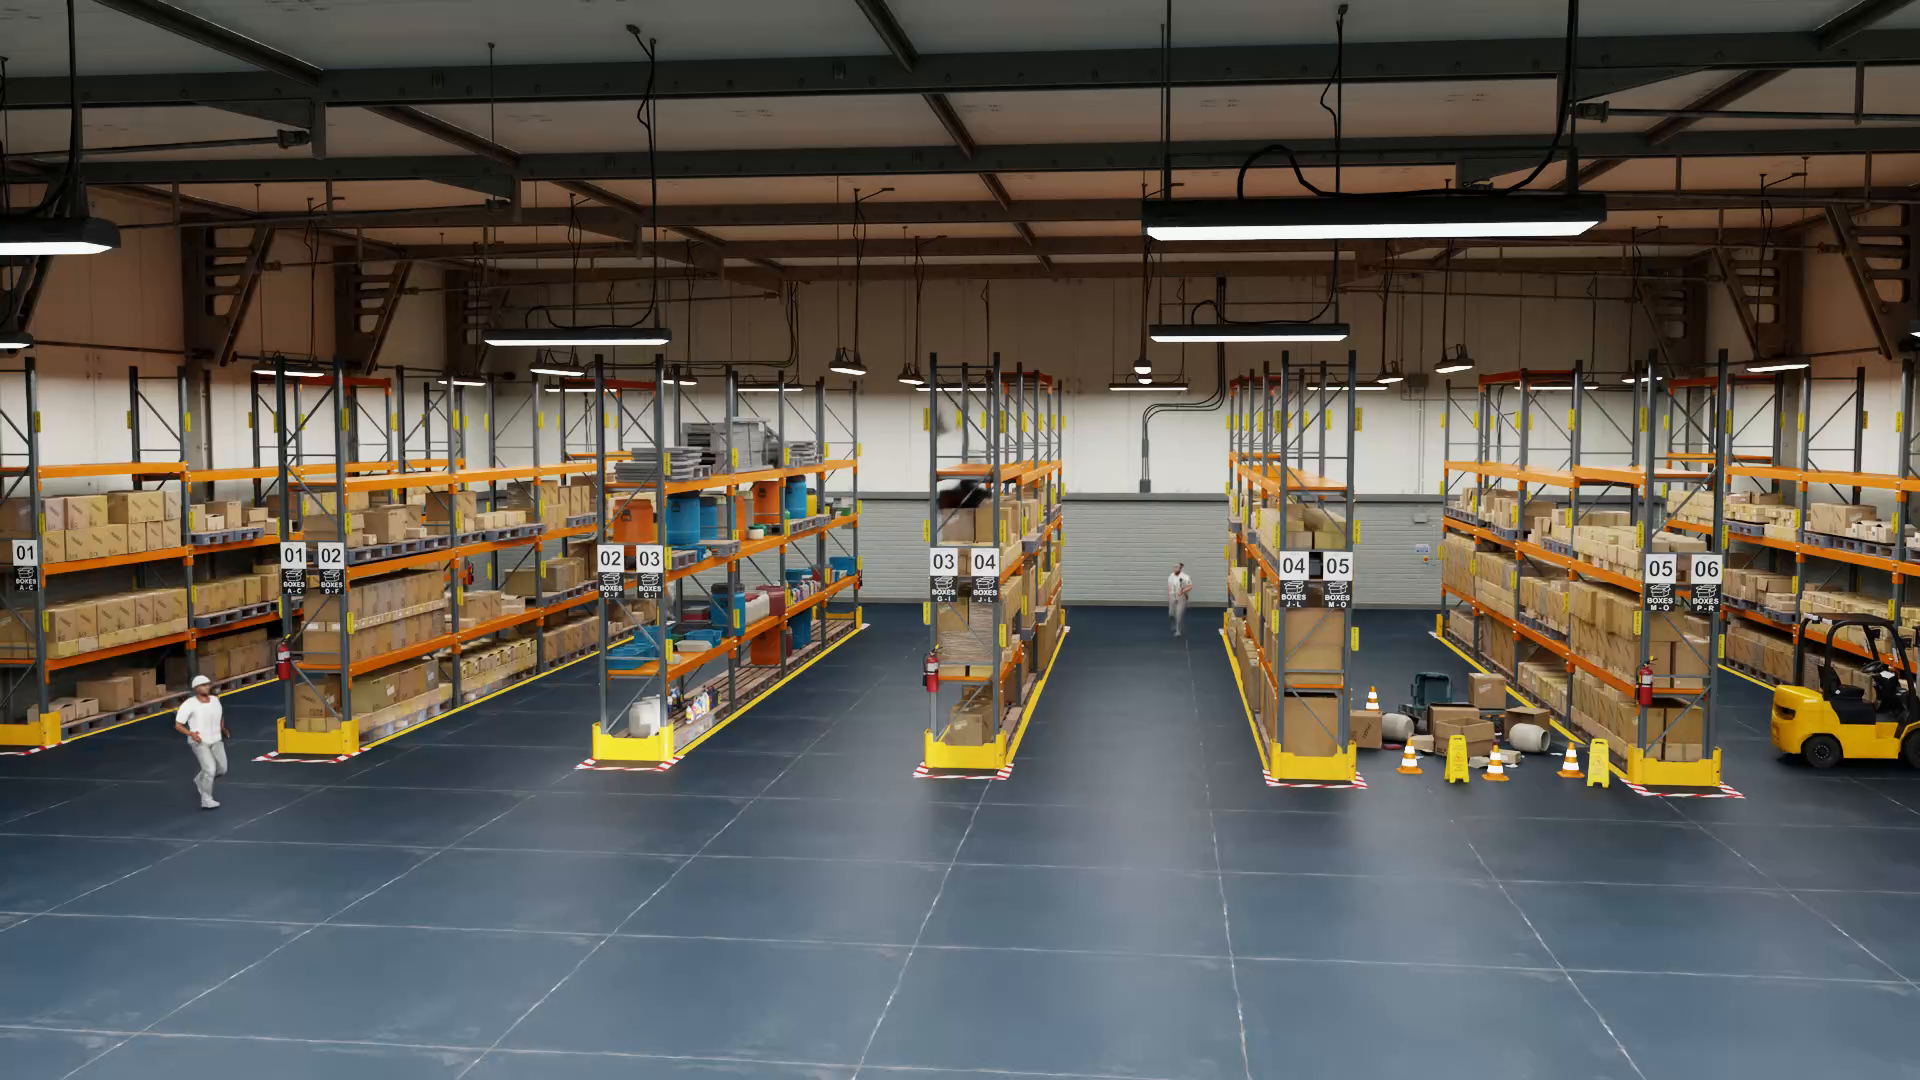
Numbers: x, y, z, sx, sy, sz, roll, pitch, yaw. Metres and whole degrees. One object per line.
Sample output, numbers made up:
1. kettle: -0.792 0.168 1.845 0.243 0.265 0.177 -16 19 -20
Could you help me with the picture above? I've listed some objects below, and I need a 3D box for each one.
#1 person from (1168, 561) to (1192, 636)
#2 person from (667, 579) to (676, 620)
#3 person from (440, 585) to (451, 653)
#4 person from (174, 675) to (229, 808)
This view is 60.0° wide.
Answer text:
1. person: 5.124 1.374 39.045 0.649 1.755 0.629 2 5 28
2. person: -7.378 1.189 42.244 0.675 1.723 0.615 3 5 36
3. person: -10.761 1.736 34.624 0.627 1.703 0.920 0 4 -5
4. person: -9.845 2.613 21.636 0.610 1.717 0.697 2 5 29
